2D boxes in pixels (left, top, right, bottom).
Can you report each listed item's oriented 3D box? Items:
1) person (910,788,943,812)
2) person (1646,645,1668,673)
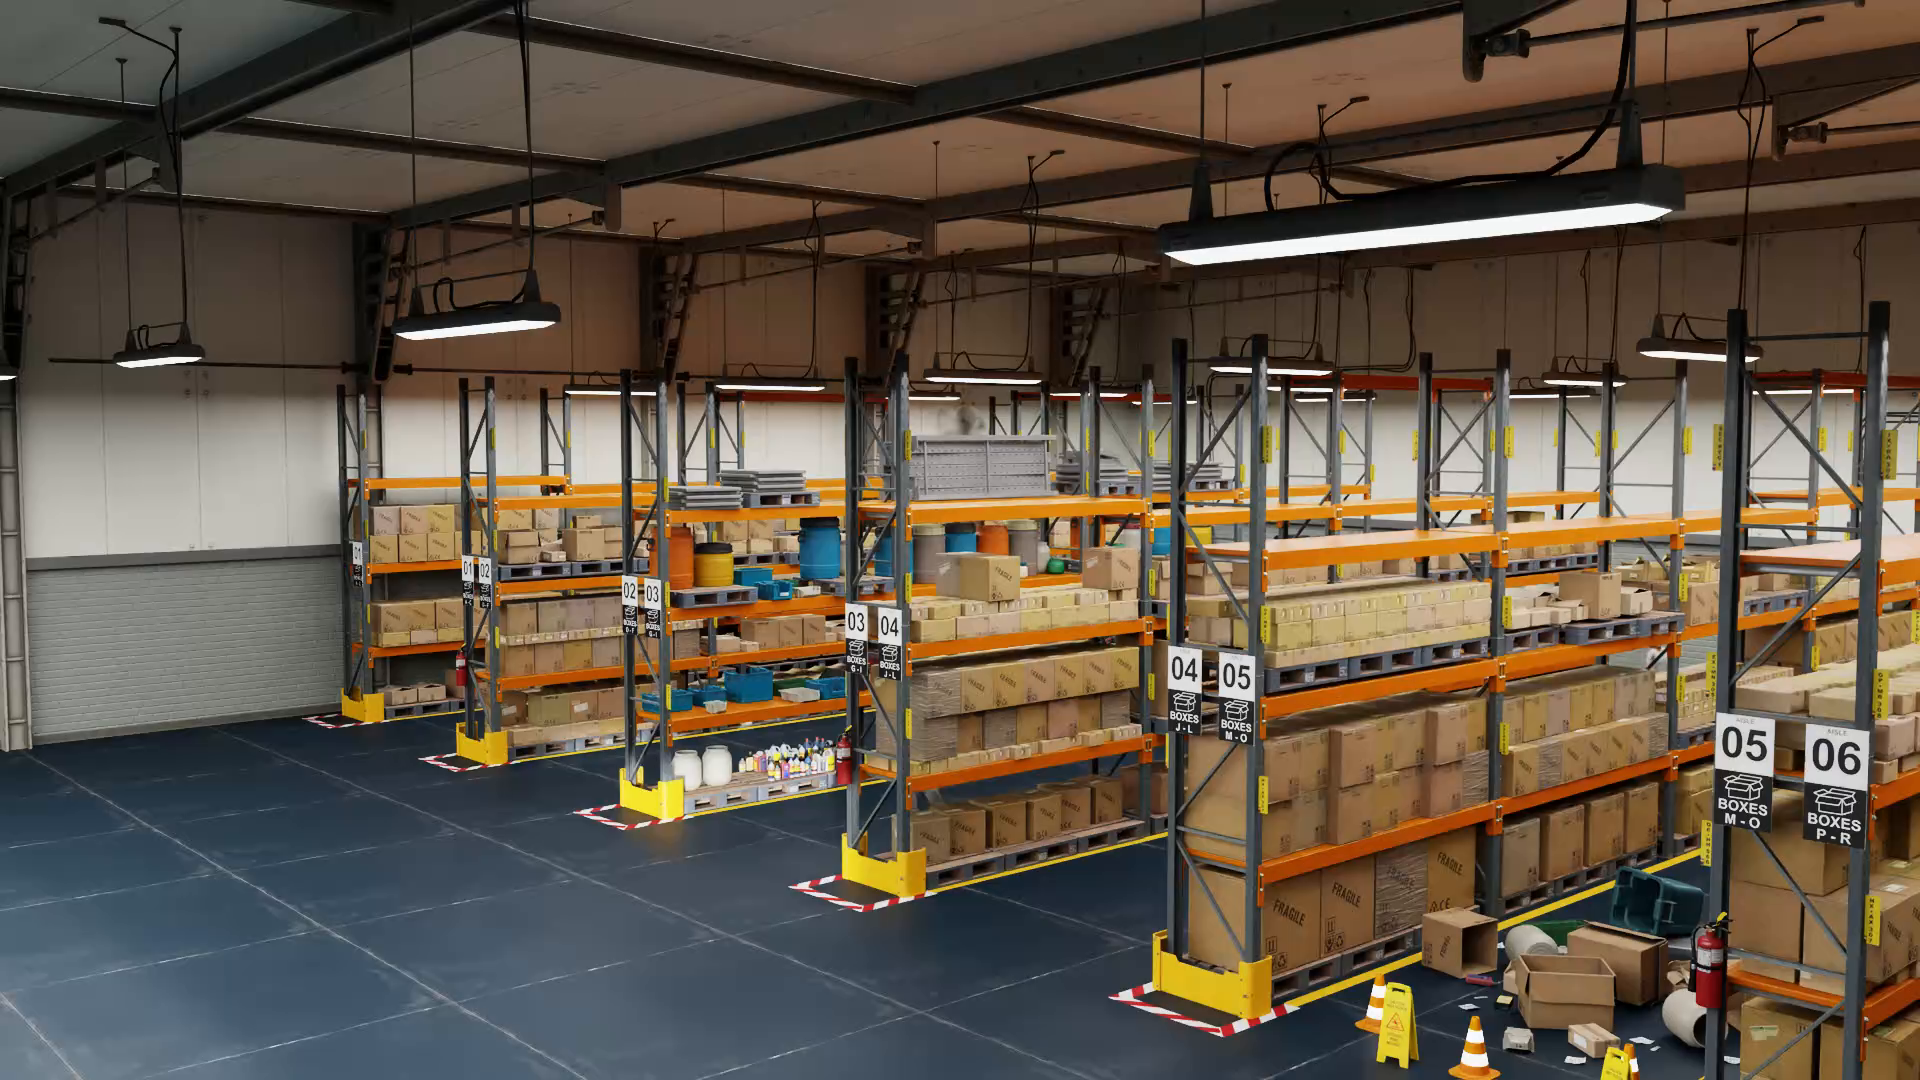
[{"bbox_3d":[-0.486,2.876,21.657,0.653,1.848,0.708,3,5,41],"label":"person"},{"bbox_3d":[12.251,2.452,28.998,0.610,1.644,0.582,0,4,0],"label":"person"}]
